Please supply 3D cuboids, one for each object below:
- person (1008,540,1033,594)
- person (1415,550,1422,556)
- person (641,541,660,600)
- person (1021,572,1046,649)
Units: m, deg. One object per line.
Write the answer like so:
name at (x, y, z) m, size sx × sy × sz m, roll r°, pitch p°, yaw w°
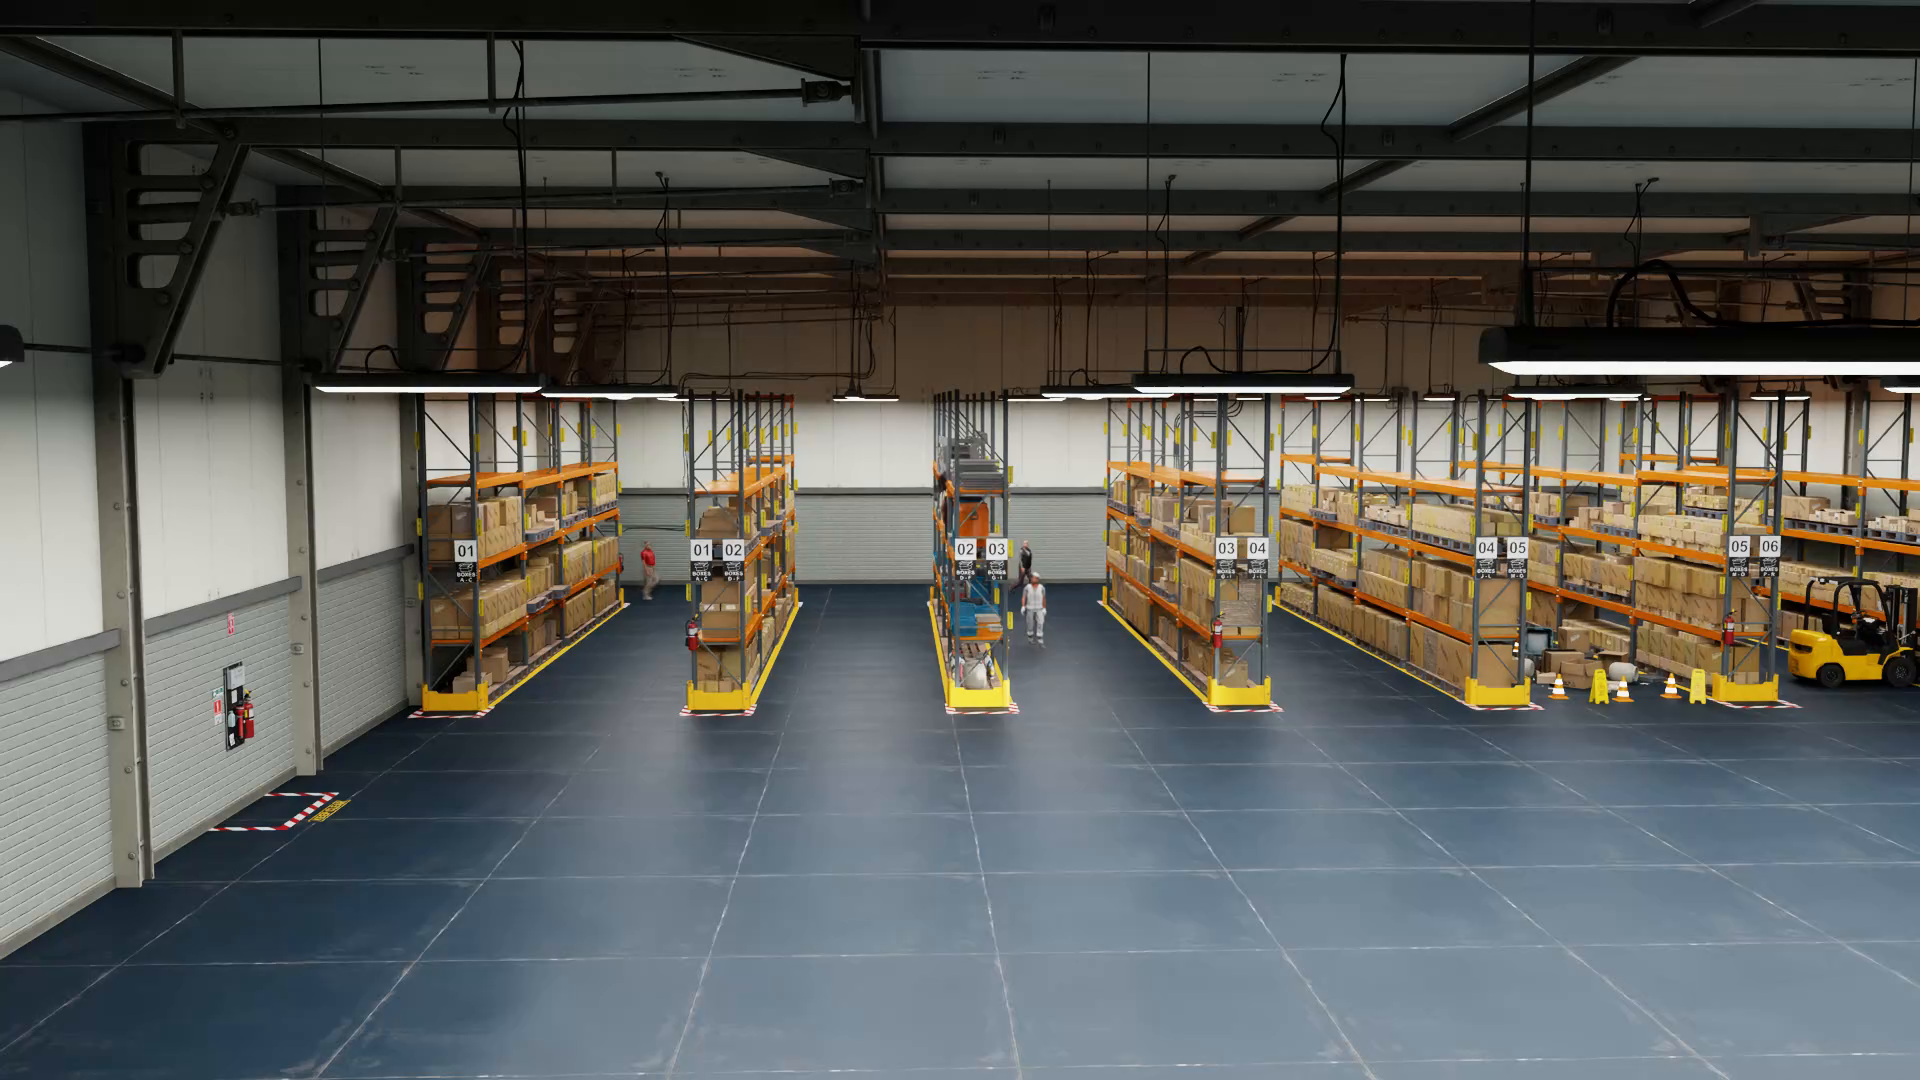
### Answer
person at (1.896, 0.838, 49.679) m, size 0.968 × 1.677 × 0.624 m, roll 1°, pitch 5°, yaw 18°
person at (12.692, 1.086, 46.260) m, size 0.512 × 1.816 × 0.630 m, roll -1°, pitch 5°, yaw -8°
person at (-9.045, 0.897, 48.543) m, size 0.461 × 1.736 × 0.556 m, roll 1°, pitch 5°, yaw 7°
person at (1.742, 1.645, 39.033) m, size 0.634 × 1.754 × 0.933 m, roll -1°, pitch 5°, yaw -10°
